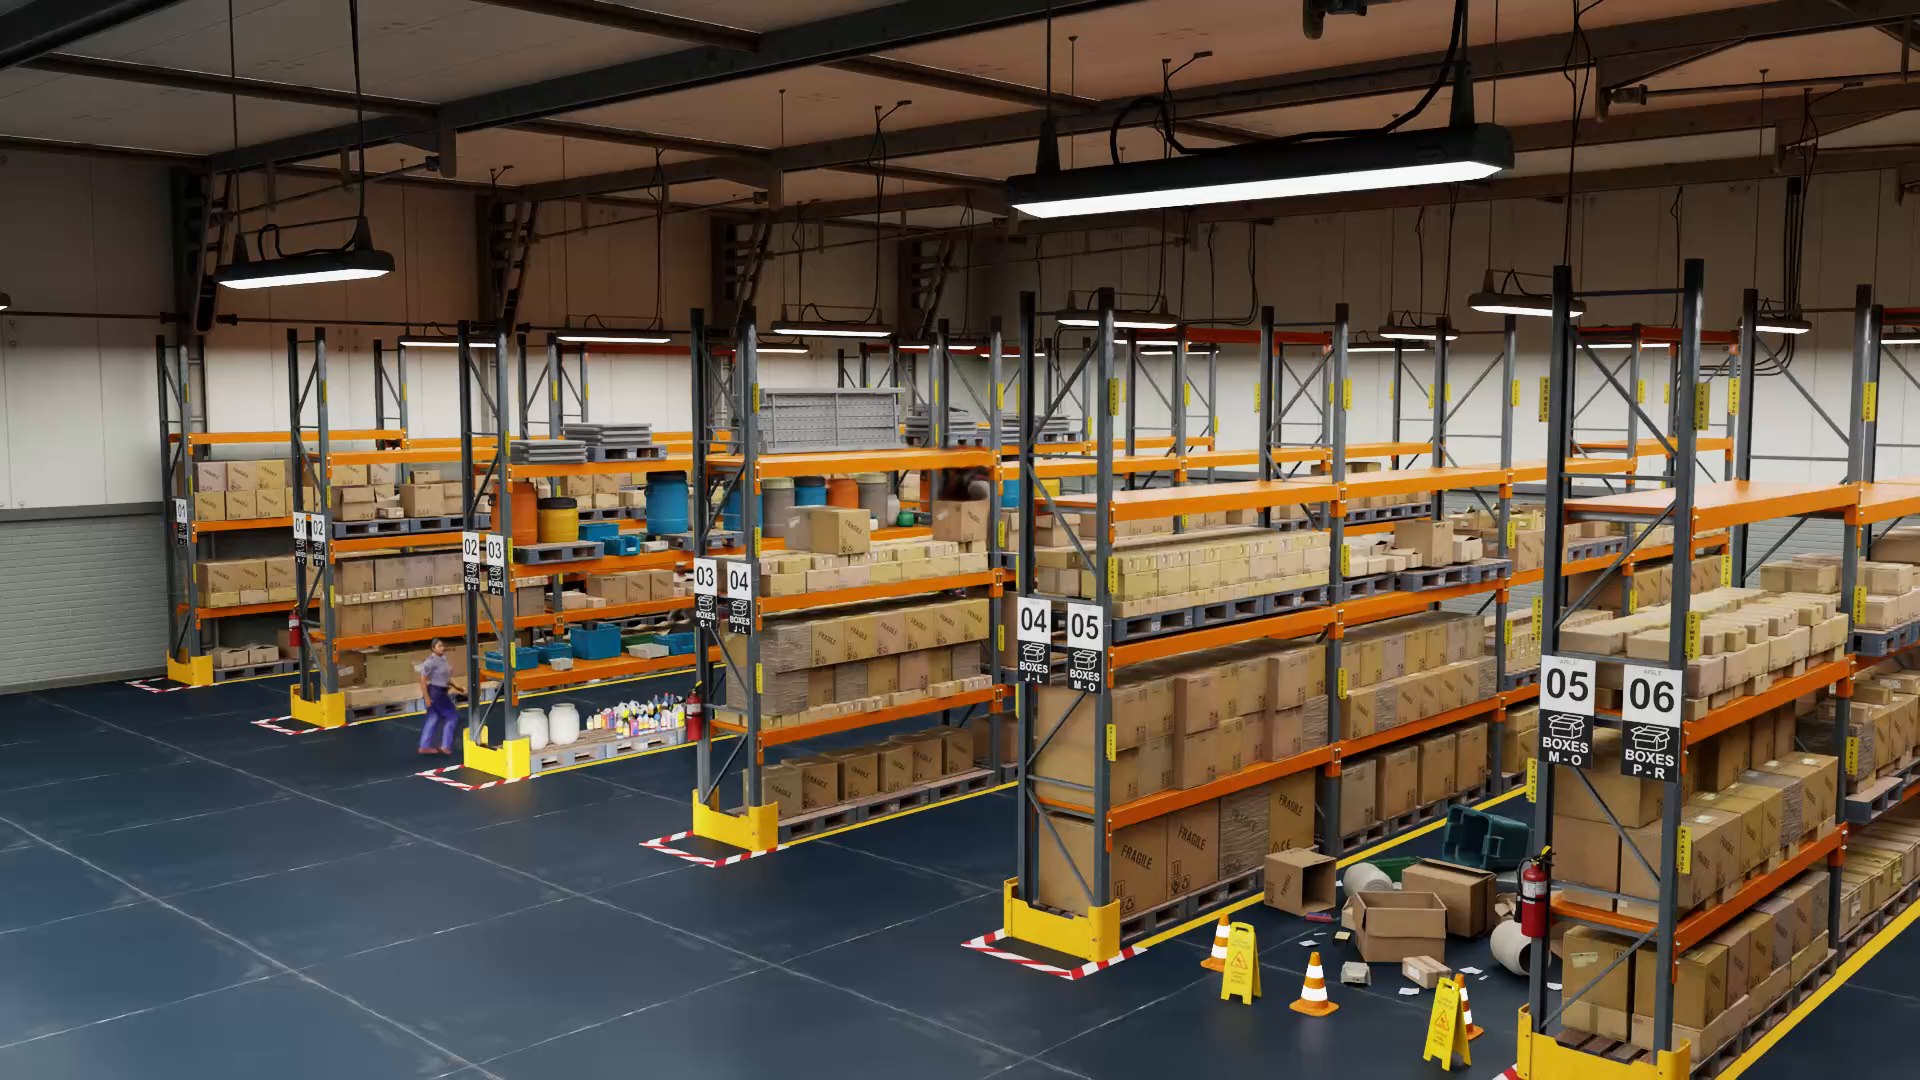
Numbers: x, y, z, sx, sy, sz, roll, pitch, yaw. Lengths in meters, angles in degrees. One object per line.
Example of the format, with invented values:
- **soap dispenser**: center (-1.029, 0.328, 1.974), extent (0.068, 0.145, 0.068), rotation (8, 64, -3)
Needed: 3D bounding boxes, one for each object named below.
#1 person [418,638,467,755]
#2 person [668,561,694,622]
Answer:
- **person**: center (-7.240, 2.228, 23.229), extent (0.678, 1.717, 0.499), rotation (-2, 6, -16)
- **person**: center (-5.480, 1.239, 32.600), extent (0.733, 1.718, 1.058), rotation (5, 7, 41)
